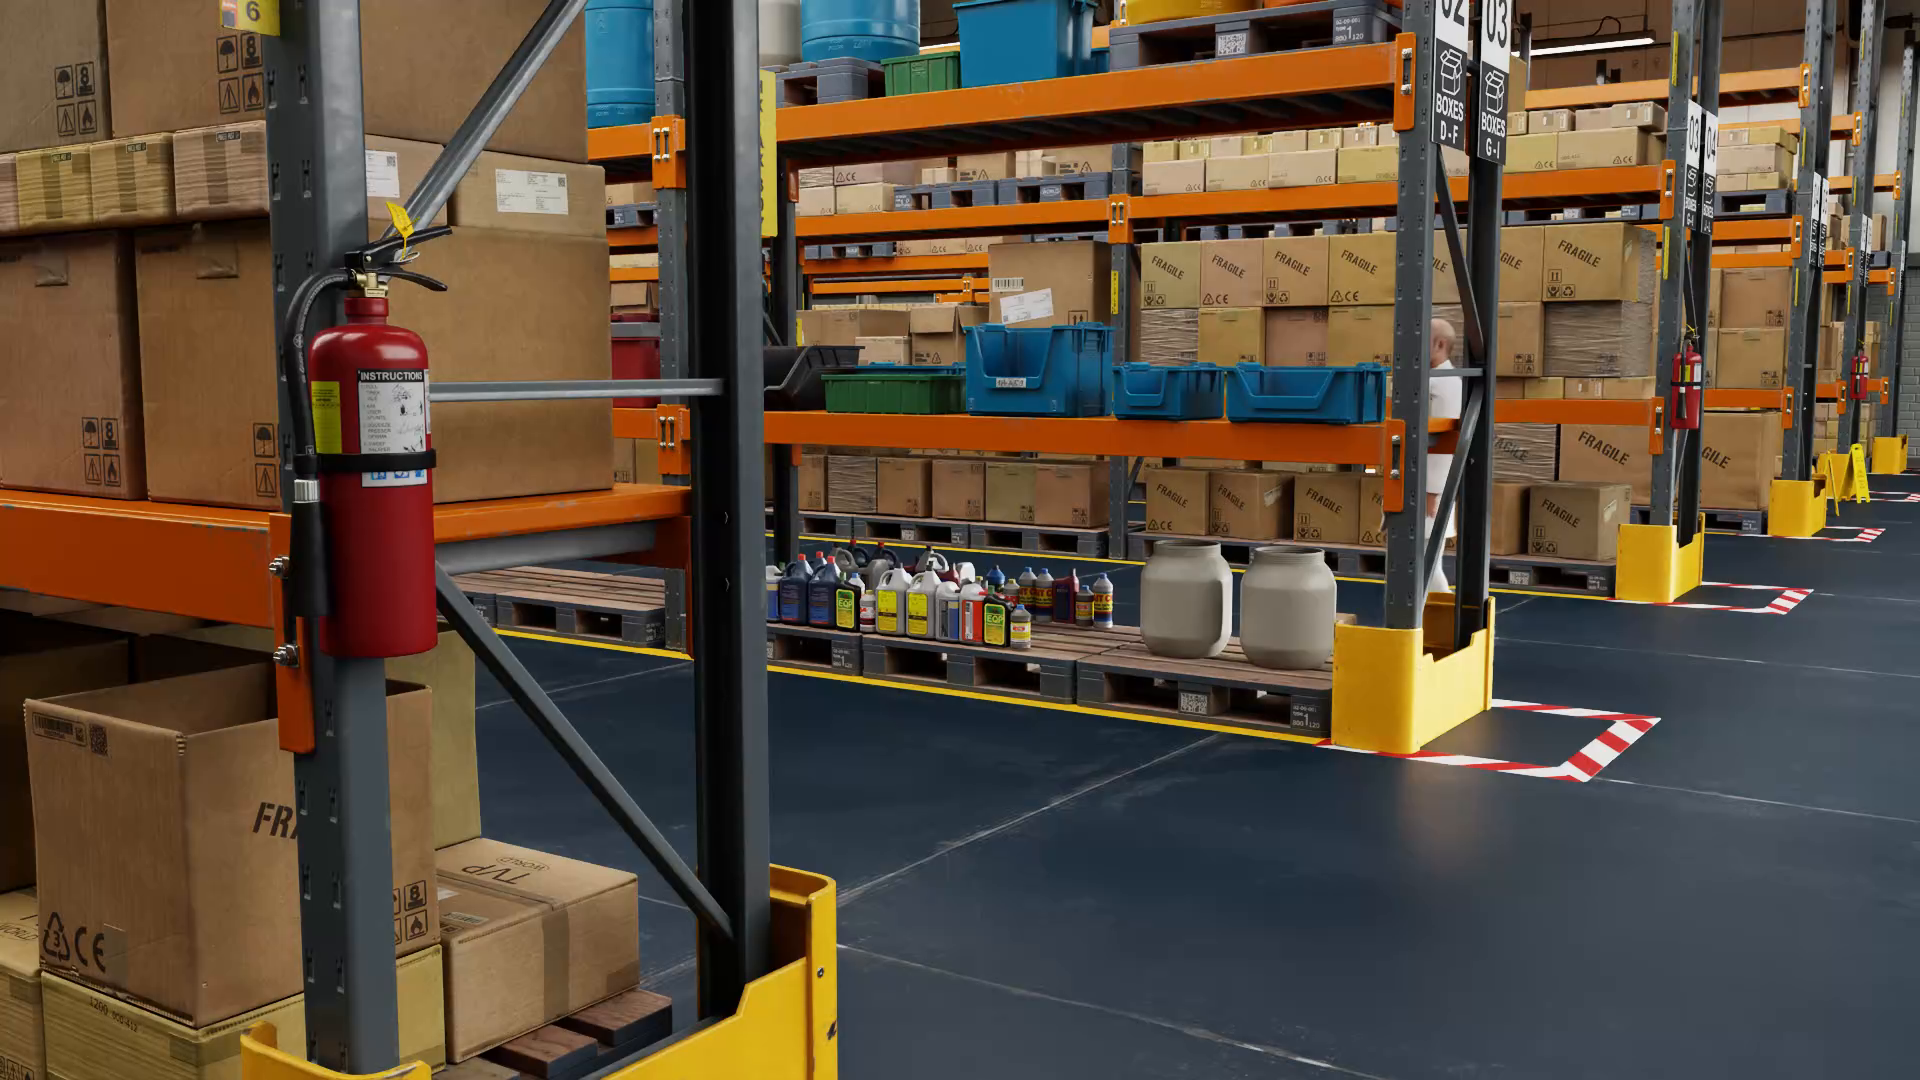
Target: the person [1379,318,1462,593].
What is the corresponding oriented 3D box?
[{"bbox_3d":[2.357,-0.224,8.491,0.413,1.804,0.563,0,6,3],"label":"person"}]
